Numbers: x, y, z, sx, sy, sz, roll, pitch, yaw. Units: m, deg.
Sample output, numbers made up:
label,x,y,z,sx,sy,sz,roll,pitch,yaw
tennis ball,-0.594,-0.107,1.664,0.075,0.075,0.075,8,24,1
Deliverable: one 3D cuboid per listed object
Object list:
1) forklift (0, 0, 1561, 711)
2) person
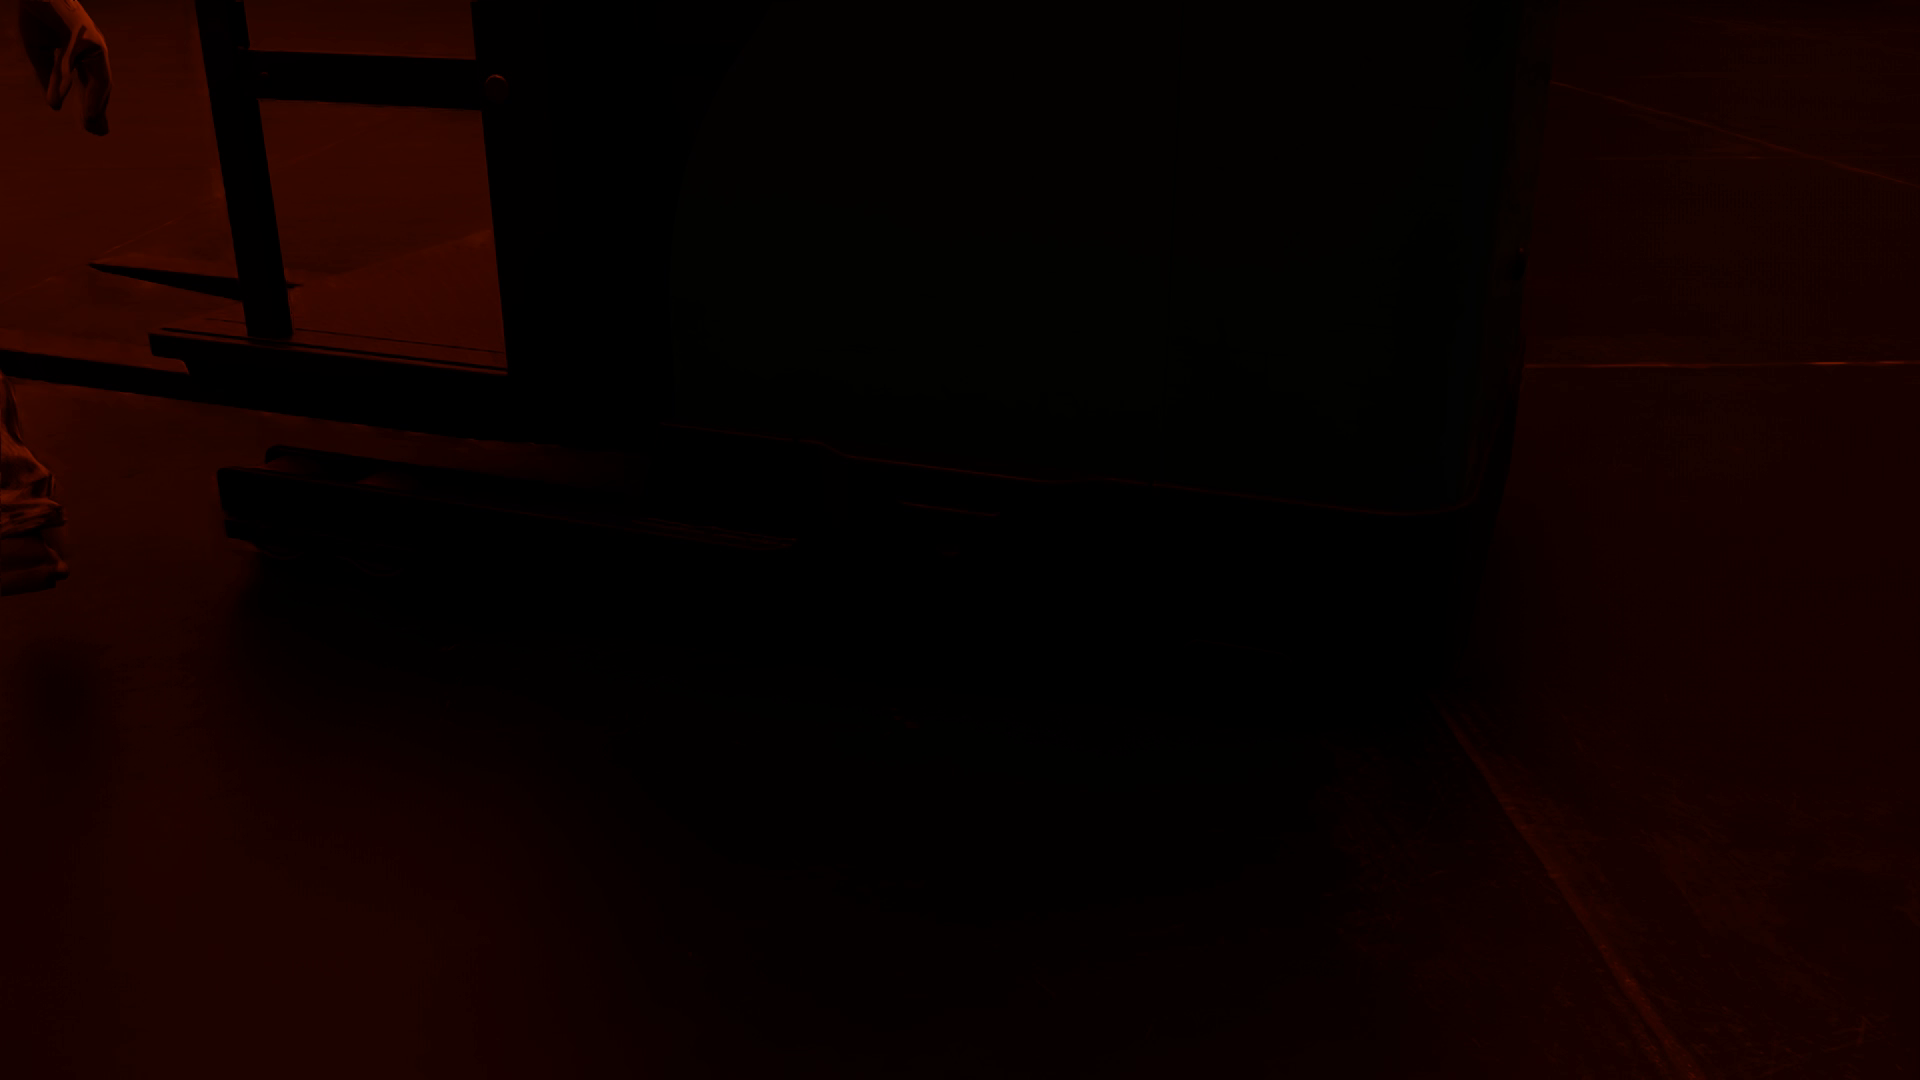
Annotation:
label,x,y,z,sx,sy,sz,roll,pitch,yaw
forklift,-0.627,-1.474,2.481,3.031,2.935,1.130,8,23,20
person,-1.513,-0.583,1.912,0.951,1.686,0.541,-18,28,-38
